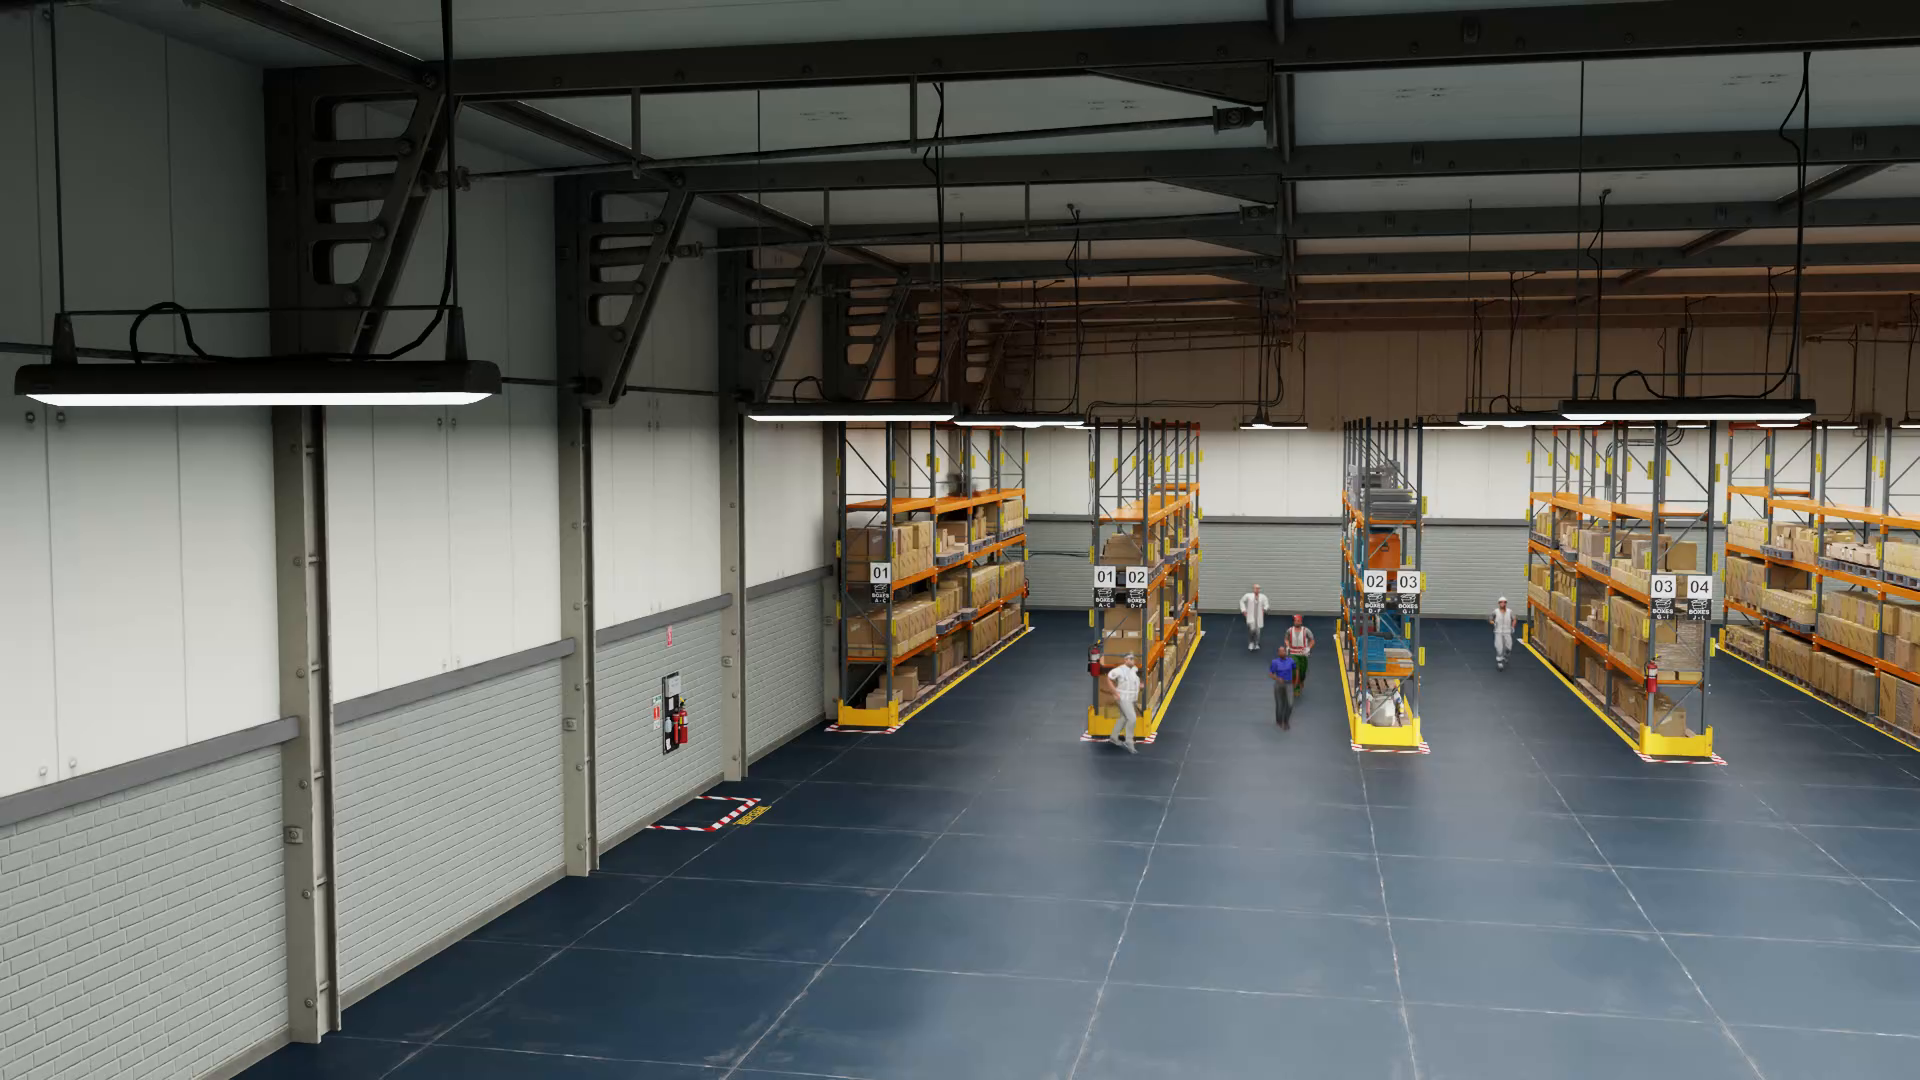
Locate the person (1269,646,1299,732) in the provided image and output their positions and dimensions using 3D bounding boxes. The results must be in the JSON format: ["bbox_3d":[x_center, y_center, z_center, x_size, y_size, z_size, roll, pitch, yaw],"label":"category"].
[{"bbox_3d":[6.215,2.852,31.865,0.584,1.656,0.680,0,4,5],"label":"person"}]

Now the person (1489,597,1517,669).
[{"bbox_3d":[13.036,2.249,39.895,0.643,1.741,0.581,1,4,13],"label":"person"}]

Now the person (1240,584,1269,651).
[{"bbox_3d":[7.720,2.029,43.455,0.732,1.744,0.715,0,4,-2],"label":"person"}]

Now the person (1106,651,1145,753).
[{"bbox_3d":[2.996,2.897,29.929,0.739,1.838,0.651,3,5,40],"label":"person"}]

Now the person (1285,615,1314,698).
[{"bbox_3d":[7.363,2.496,36.097,0.648,1.785,0.787,1,4,18],"label":"person"}]
